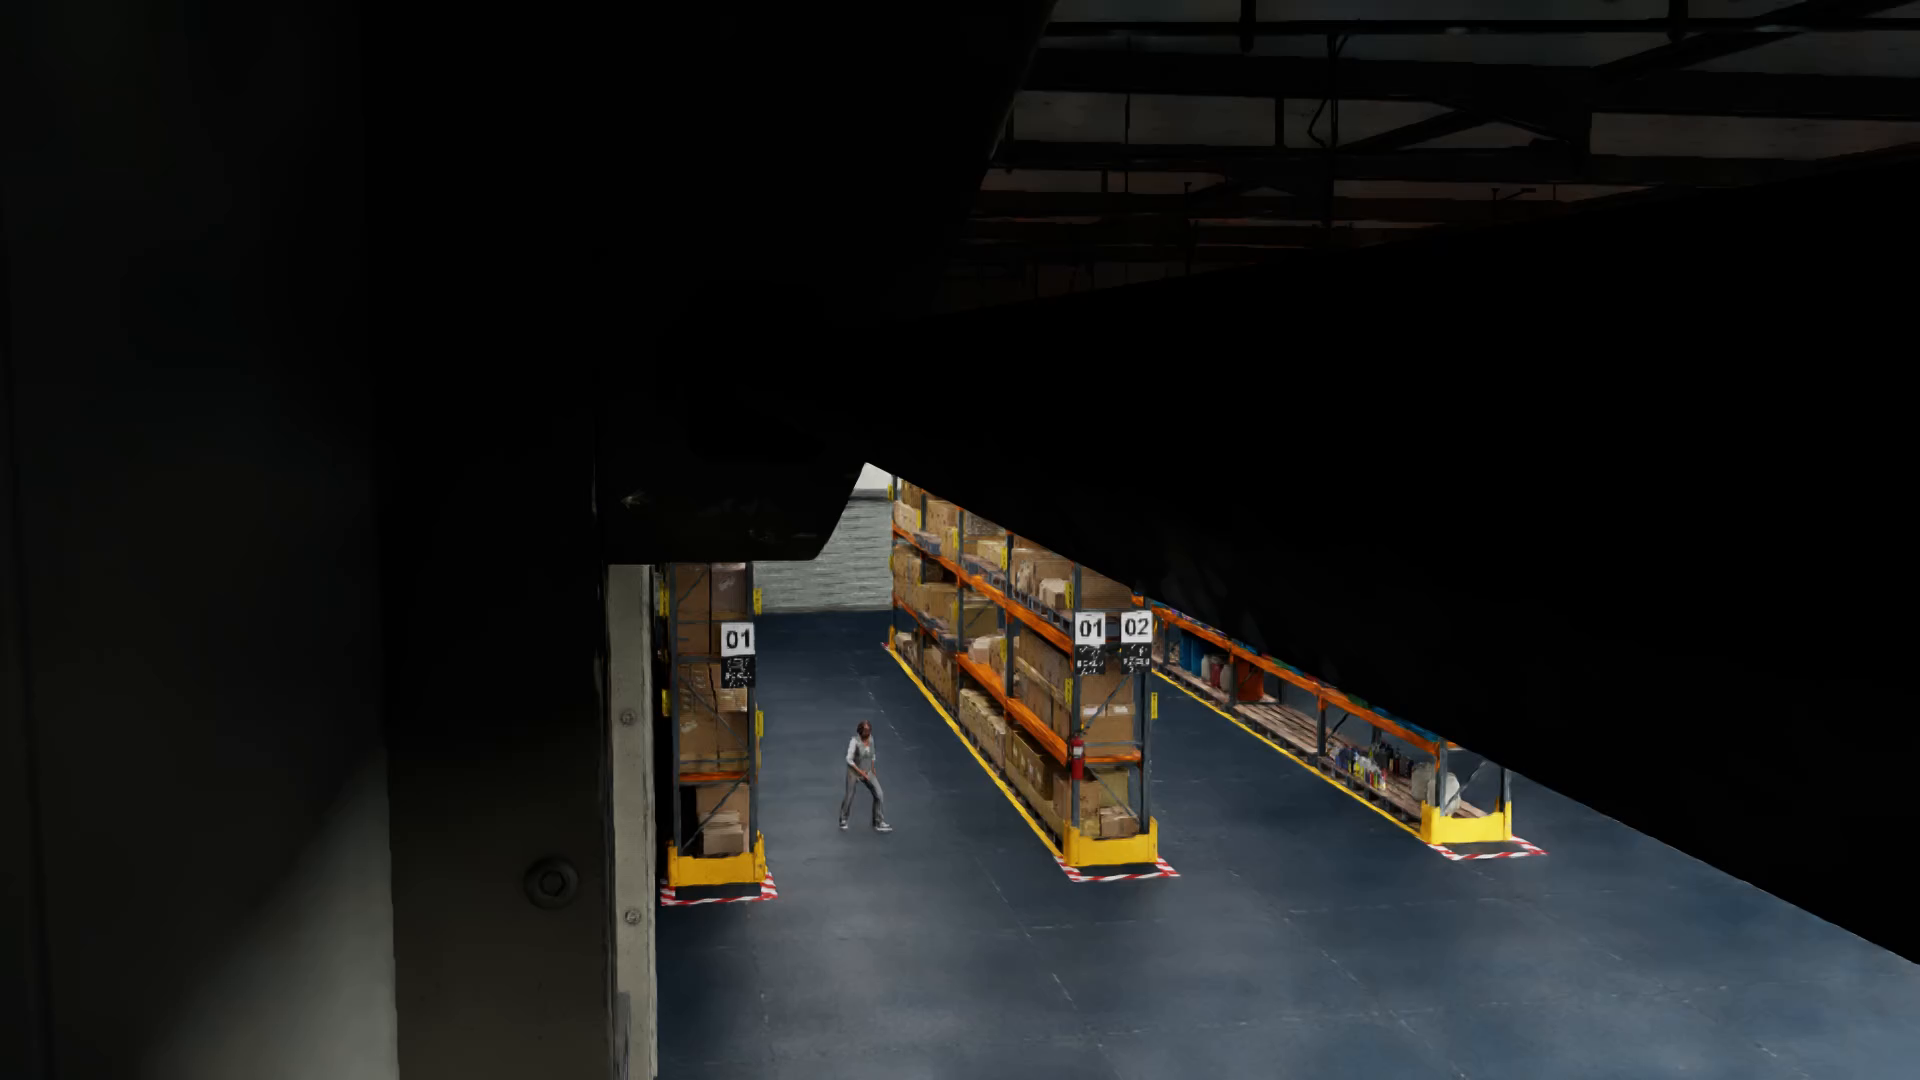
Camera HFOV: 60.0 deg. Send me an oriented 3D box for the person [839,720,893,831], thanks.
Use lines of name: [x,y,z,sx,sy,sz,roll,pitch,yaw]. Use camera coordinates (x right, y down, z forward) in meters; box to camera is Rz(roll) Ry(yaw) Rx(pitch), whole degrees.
person: [-1.319,3.151,22.363,0.572,1.524,0.755,-4,7,-31]
